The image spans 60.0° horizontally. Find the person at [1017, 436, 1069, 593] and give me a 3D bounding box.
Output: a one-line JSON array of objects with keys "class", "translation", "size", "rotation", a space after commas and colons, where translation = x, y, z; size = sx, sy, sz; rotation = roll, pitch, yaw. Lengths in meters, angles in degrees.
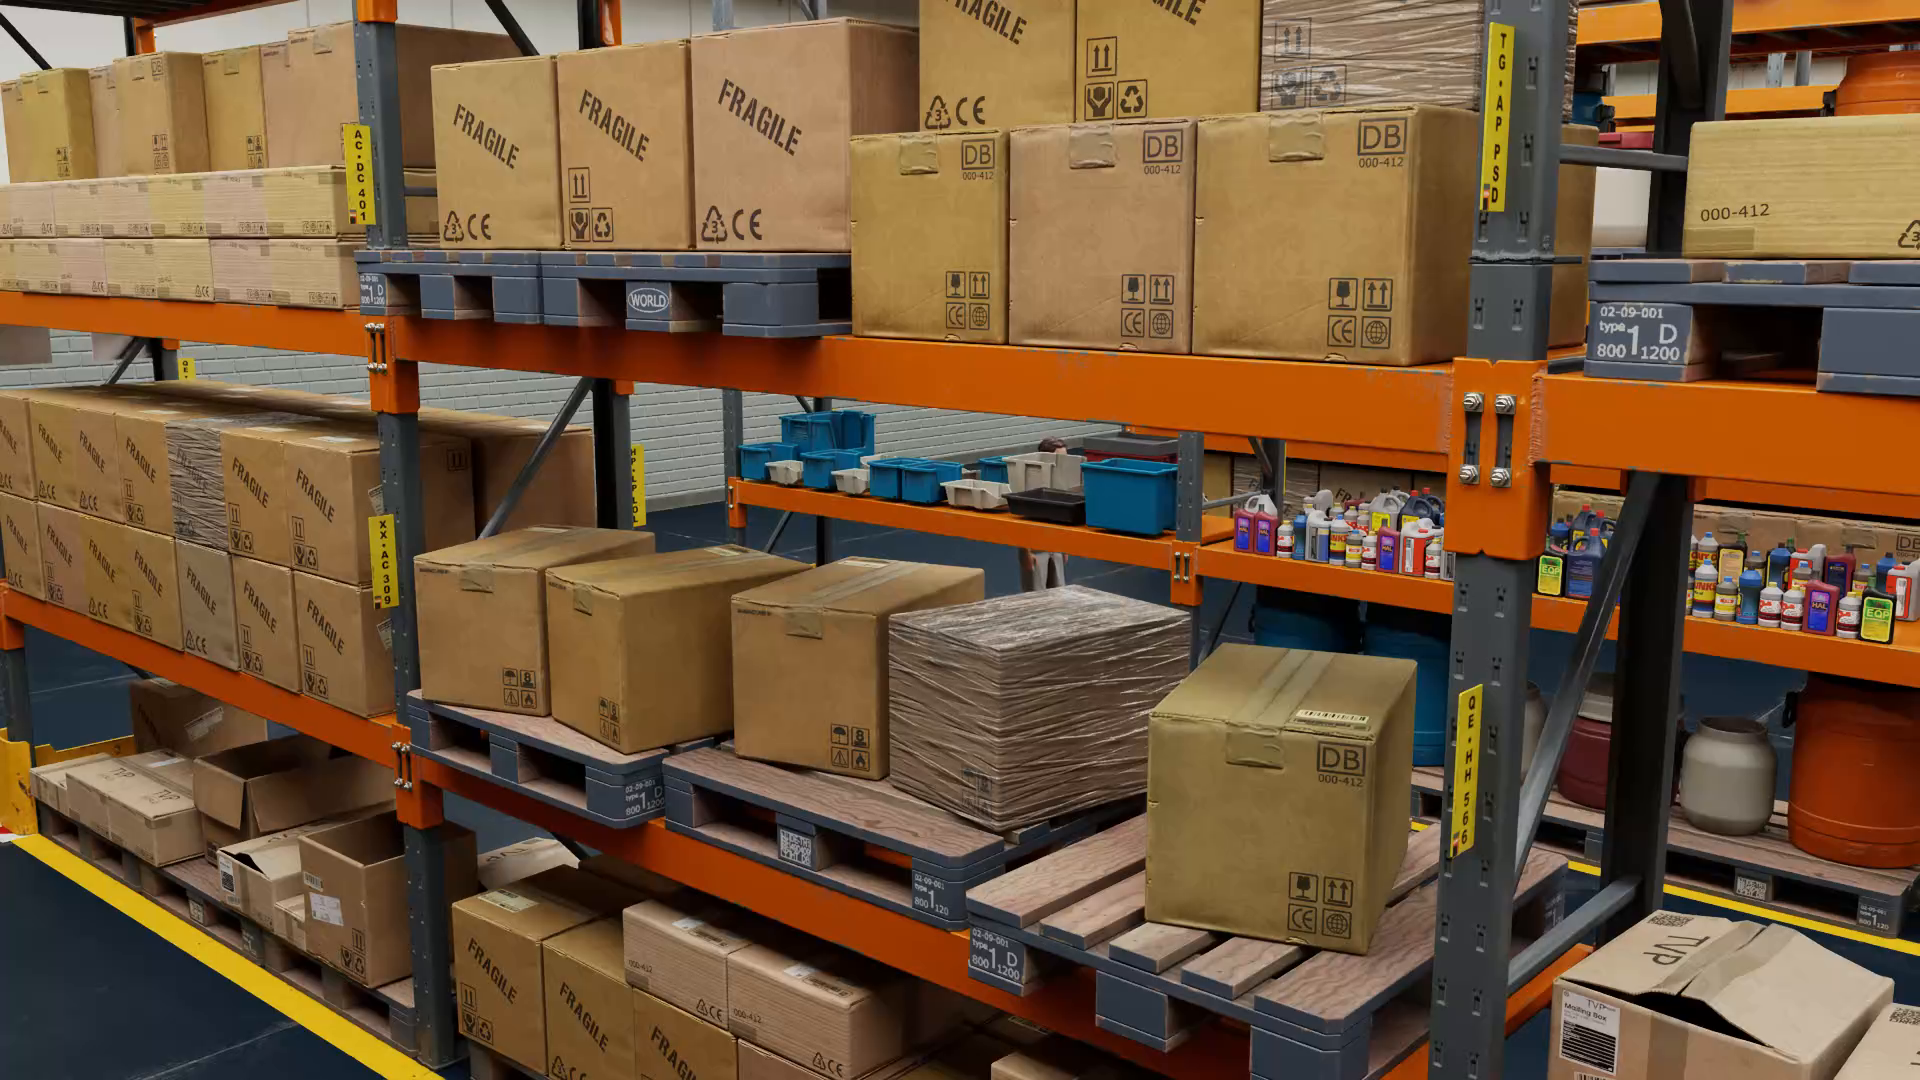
[{"class": "person", "translation": [0.601, 0.085, 11.944], "size": [0.356, 1.673, 0.487], "rotation": [9, 14, 41]}]
